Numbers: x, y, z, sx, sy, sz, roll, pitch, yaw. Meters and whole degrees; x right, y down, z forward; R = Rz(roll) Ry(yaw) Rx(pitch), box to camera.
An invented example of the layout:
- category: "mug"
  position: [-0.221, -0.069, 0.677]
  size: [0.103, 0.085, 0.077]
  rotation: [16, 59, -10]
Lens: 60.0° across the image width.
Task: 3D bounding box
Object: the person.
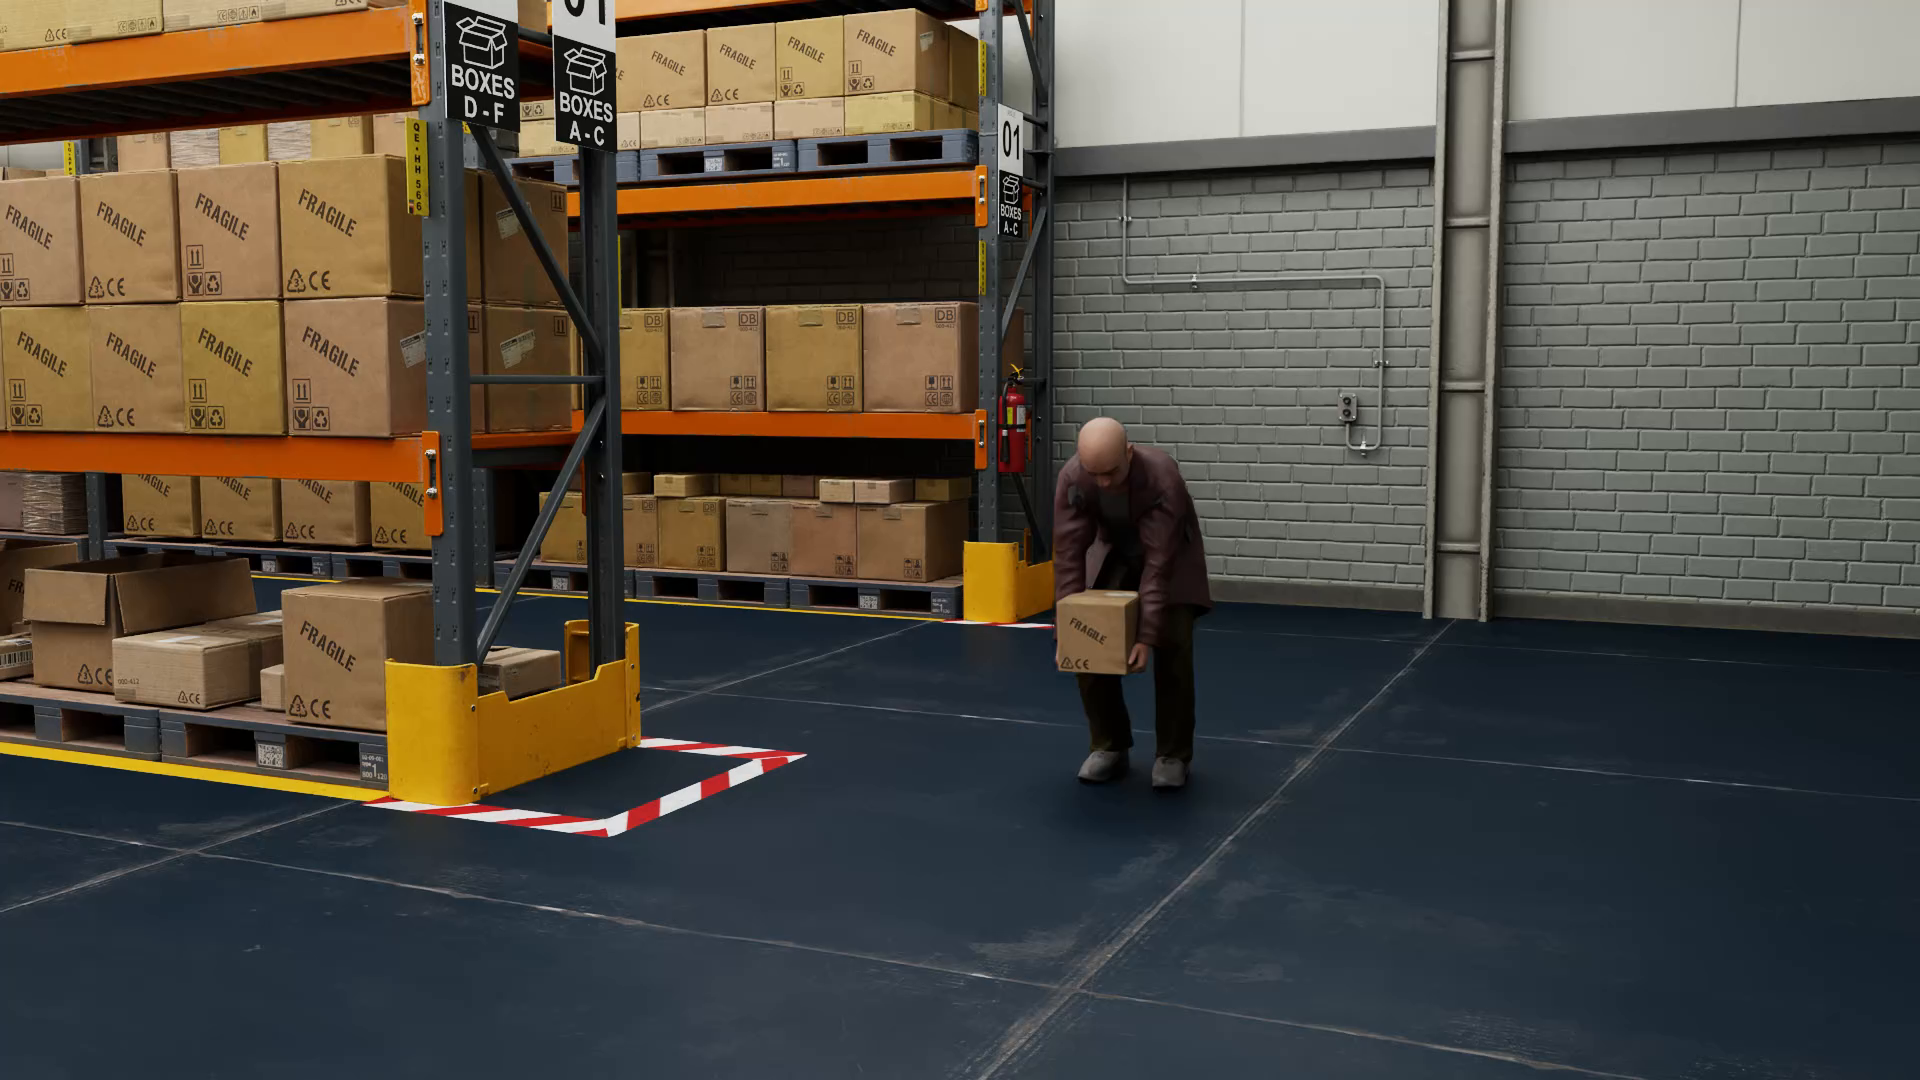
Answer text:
- category: "person"
  position: [0.602, 0.247, 6.089]
  size: [0.563, 1.361, 0.877]
  rotation: [2, 6, 22]
